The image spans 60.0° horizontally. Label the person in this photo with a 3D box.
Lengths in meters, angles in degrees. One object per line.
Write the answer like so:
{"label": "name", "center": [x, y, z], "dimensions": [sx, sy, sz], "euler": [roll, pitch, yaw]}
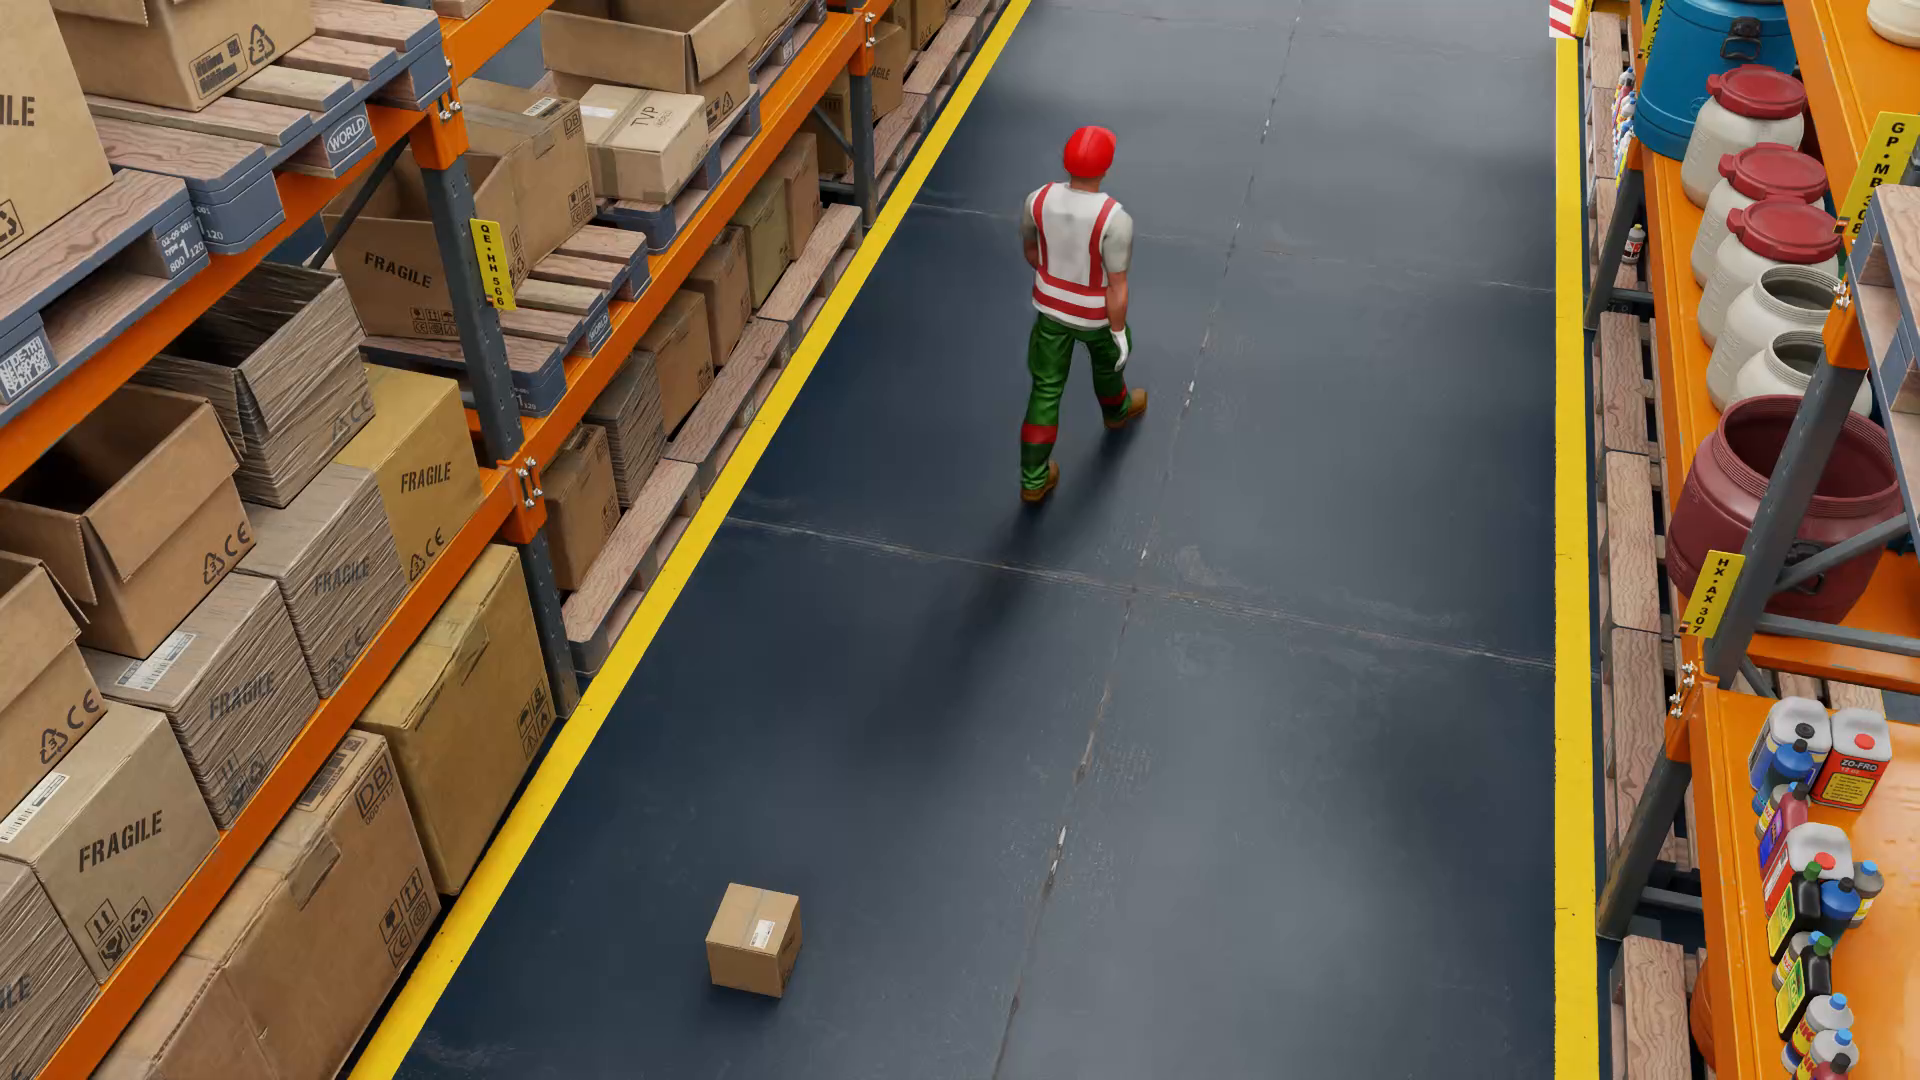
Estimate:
{"label": "person", "center": [0.559, -1.093, 7.398], "dimensions": [0.587, 1.734, 1.023], "euler": [18, 44, 19]}
